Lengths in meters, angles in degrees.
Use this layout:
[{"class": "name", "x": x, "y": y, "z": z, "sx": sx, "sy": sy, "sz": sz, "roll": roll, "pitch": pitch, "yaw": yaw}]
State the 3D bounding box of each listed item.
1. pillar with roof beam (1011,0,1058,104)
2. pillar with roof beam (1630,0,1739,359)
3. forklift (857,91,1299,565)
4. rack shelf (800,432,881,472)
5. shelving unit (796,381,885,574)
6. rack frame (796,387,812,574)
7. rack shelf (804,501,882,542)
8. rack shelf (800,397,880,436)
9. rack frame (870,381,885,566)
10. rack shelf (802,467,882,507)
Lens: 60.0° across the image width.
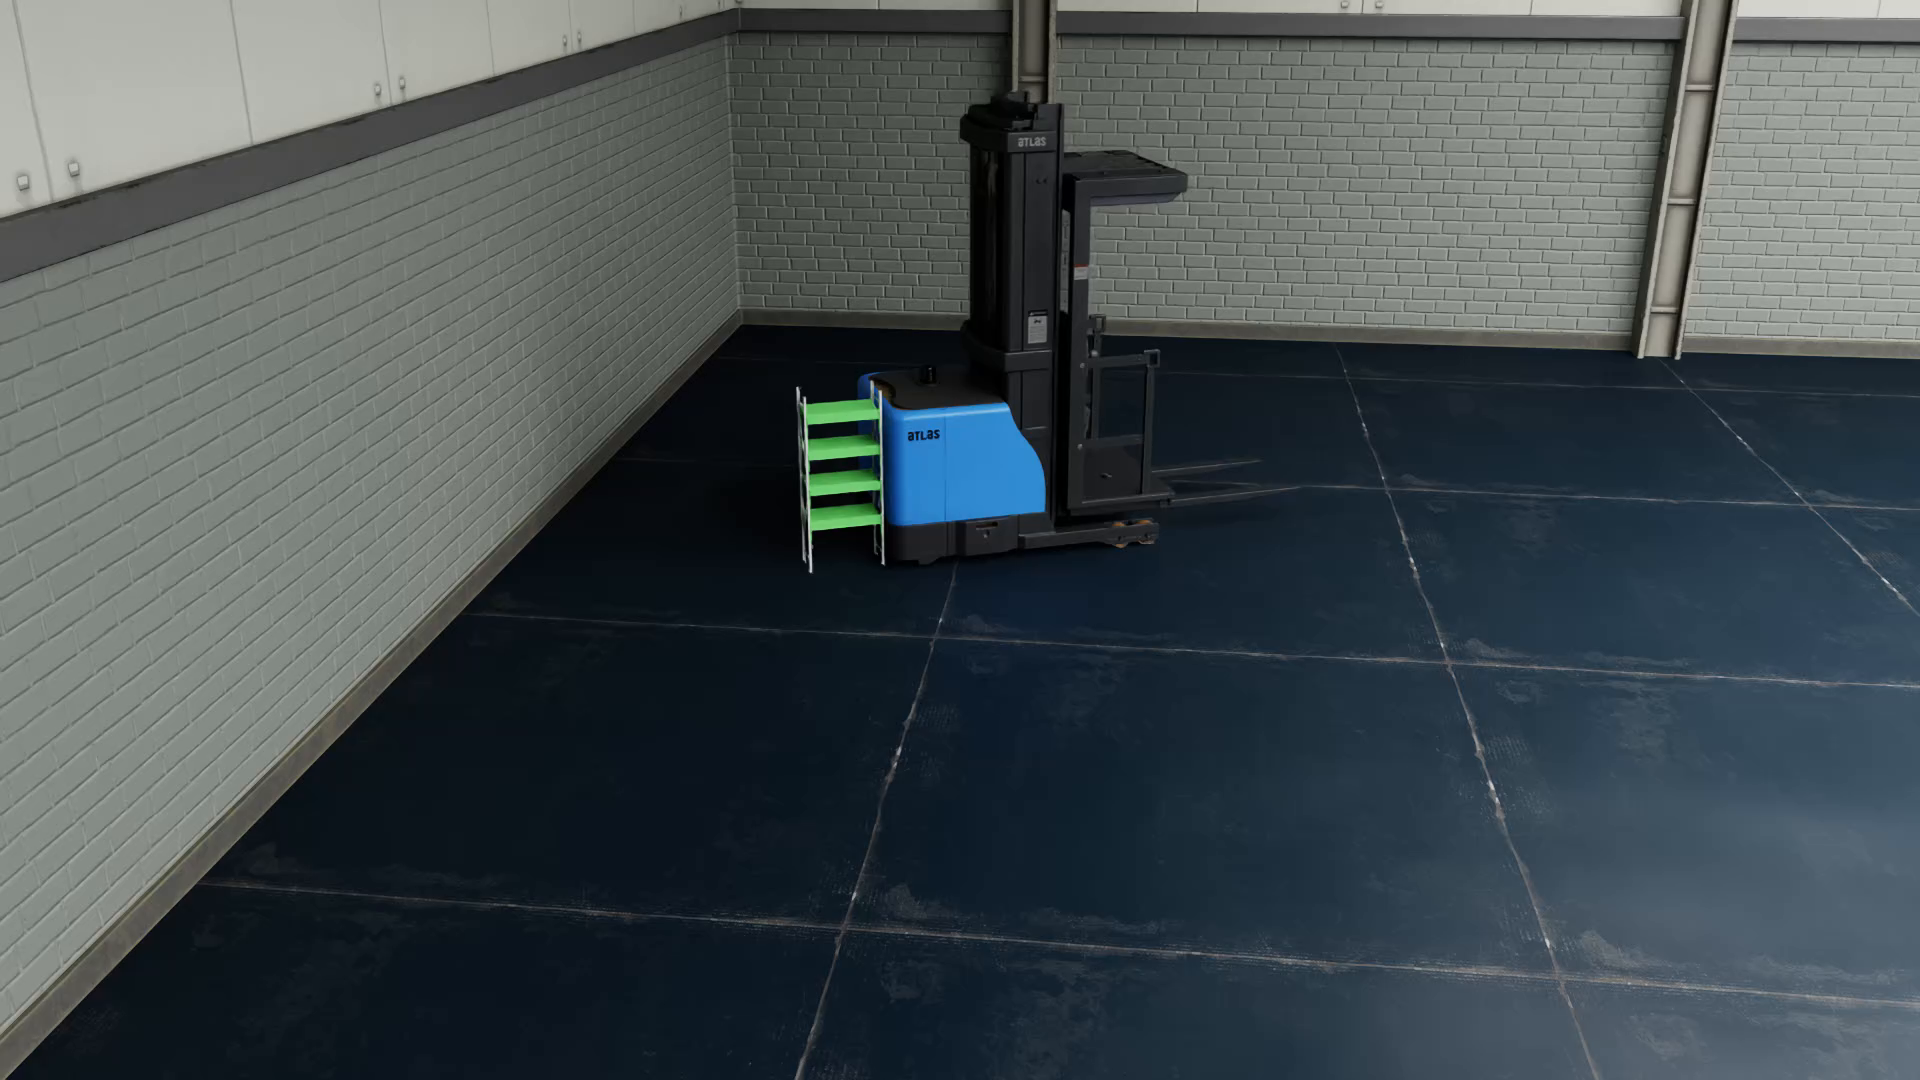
[{"class": "pillar with roof beam", "x": 0.191, "y": -4.651, "z": 10.964, "sx": 0.400, "sy": 9.000, "sz": 9.100, "roll": 2, "pitch": 22, "yaw": 6}, {"class": "pillar with roof beam", "x": 6.149, "y": -4.391, "z": 10.307, "sx": 0.400, "sy": 9.000, "sz": 9.100, "roll": 2, "pitch": 22, "yaw": 6}, {"class": "forklift", "x": 0.858, "y": -1.490, "z": 11.223, "sx": 3.031, "sy": 2.935, "sz": 1.130, "roll": -6, "pitch": 22, "yaw": -15}, {"class": "rack shelf", "x": -0.775, "y": -0.570, "z": 10.771, "sx": 0.480, "sy": 0.148, "sz": 0.258, "roll": -6, "pitch": 22, "yaw": -15}, {"class": "shelving unit", "x": -0.775, "y": -0.406, "z": 10.836, "sx": 0.503, "sy": 1.200, "sz": 0.258, "roll": -6, "pitch": 22, "yaw": -15}, {"class": "rack frame", "x": -1.009, "y": -0.381, "z": 10.772, "sx": 0.015, "sy": 1.200, "sz": 0.240, "roll": -6, "pitch": 22, "yaw": -15}, {"class": "rack shelf", "x": -0.775, "y": -0.124, "z": 10.948, "sx": 0.480, "sy": 0.148, "sz": 0.258, "roll": -6, "pitch": 22, "yaw": -15}, {"class": "rack shelf", "x": -0.775, "y": -0.793, "z": 10.683, "sx": 0.480, "sy": 0.148, "sz": 0.258, "roll": -6, "pitch": 22, "yaw": -15}, {"class": "rack frame", "x": -0.540, "y": -0.432, "z": 10.900, "sx": 0.015, "sy": 1.200, "sz": 0.240, "roll": -6, "pitch": 22, "yaw": -15}, {"class": "rack shelf", "x": -0.775, "y": -0.347, "z": 10.859, "sx": 0.480, "sy": 0.148, "sz": 0.258, "roll": -6, "pitch": 22, "yaw": -15}]
